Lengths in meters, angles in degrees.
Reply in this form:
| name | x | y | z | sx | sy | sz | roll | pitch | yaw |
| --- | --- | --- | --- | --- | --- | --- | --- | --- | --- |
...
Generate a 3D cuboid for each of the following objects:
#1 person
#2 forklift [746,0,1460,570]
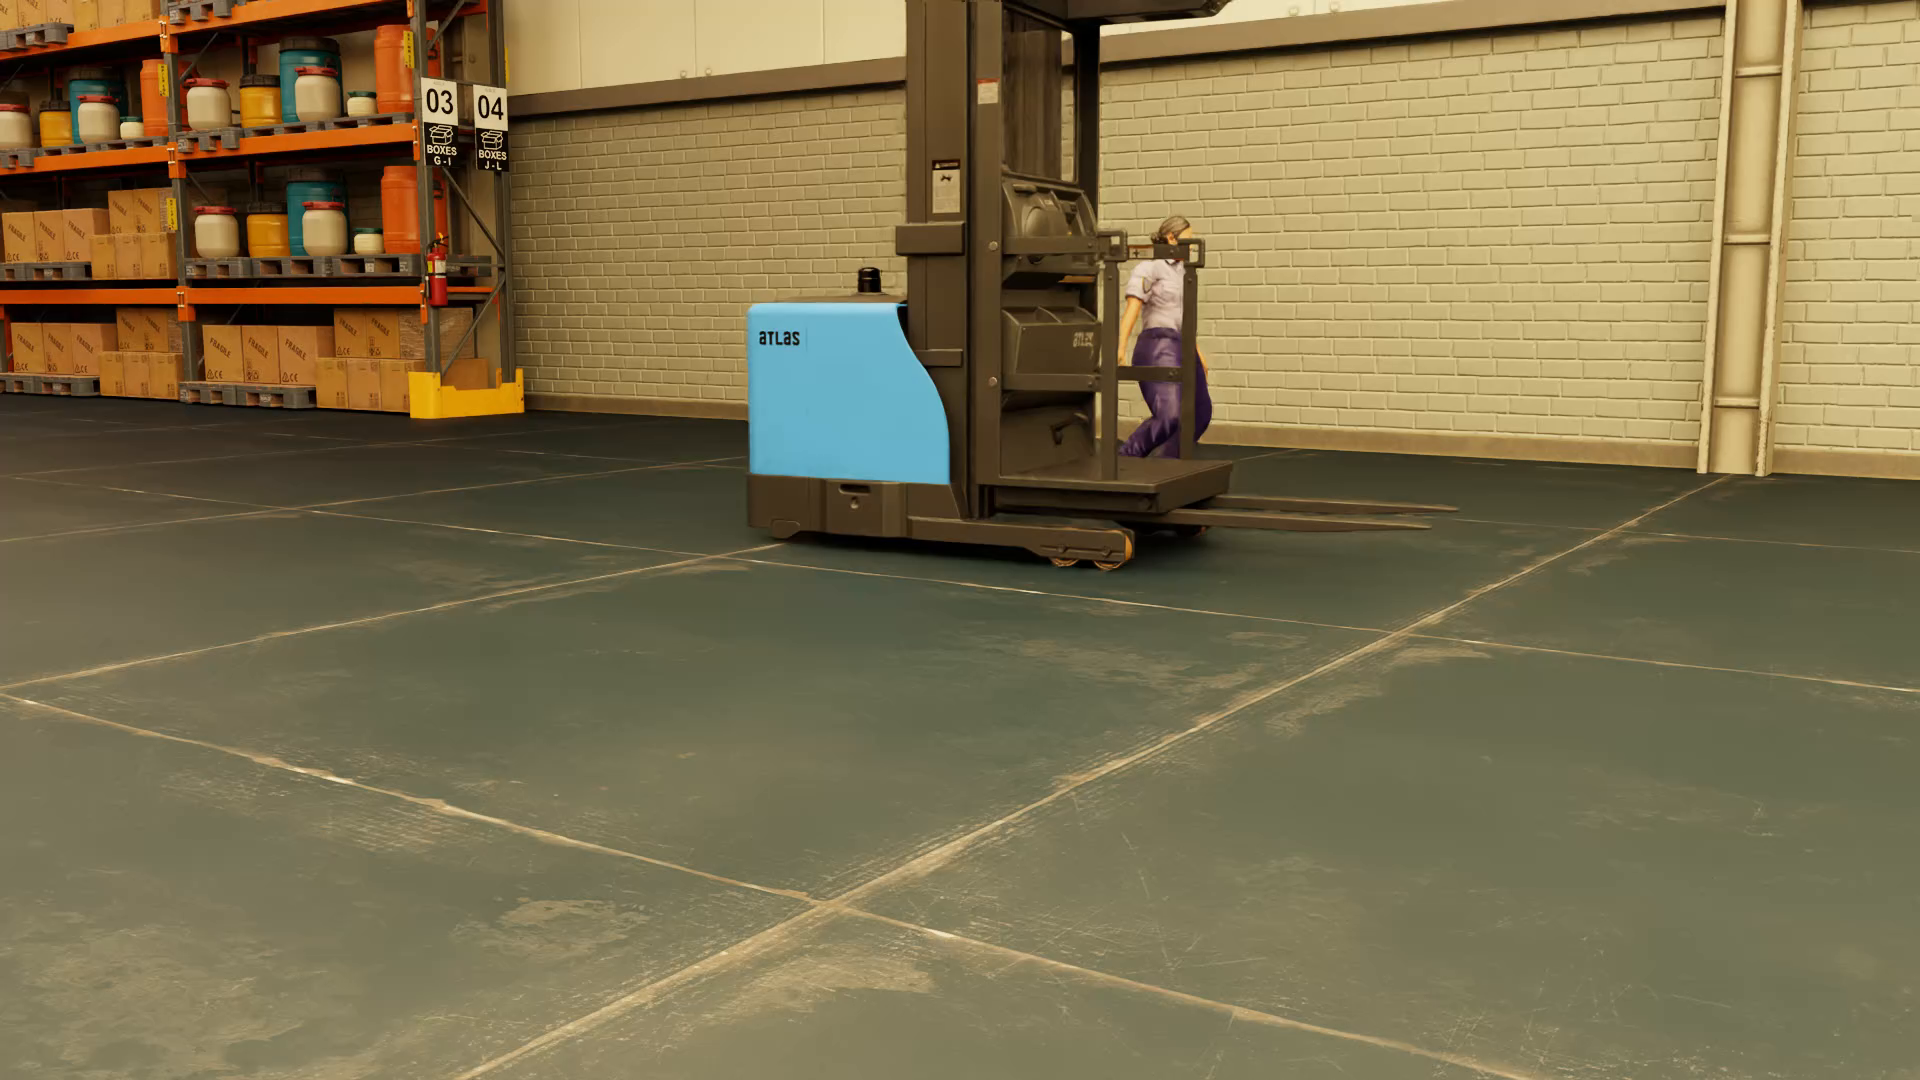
| name | x | y | z | sx | sy | sz | roll | pitch | yaw |
| --- | --- | --- | --- | --- | --- | --- | --- | --- | --- |
| person | 1.147 | -1.042 | 9.428 | 0.484 | 1.570 | 0.830 | 6 | 10 | 37 |
| forklift | 0.583 | -1.413 | 7.133 | 3.031 | 2.935 | 1.130 | 4 | 9 | 26 |
